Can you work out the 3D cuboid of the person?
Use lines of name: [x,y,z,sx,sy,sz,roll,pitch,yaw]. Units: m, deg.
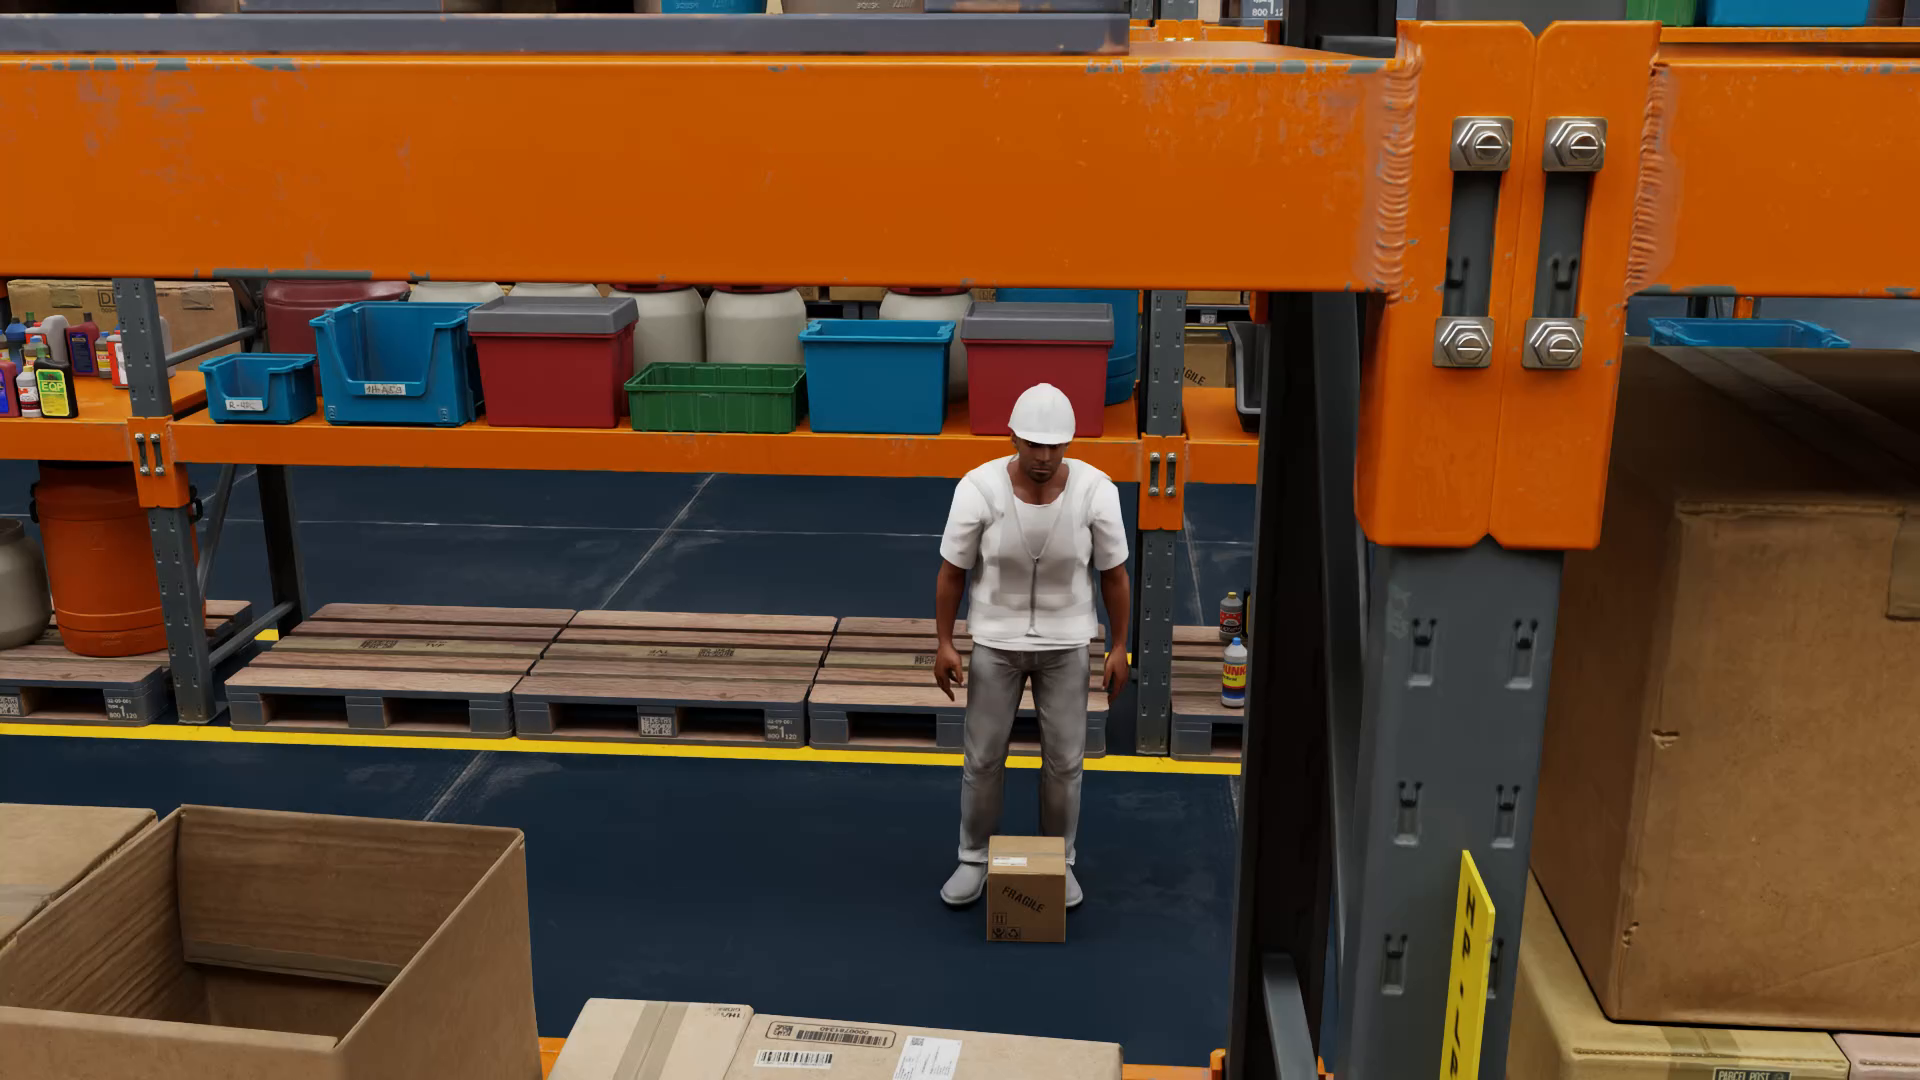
person: [0.234,0.348,5.406,0.636,1.761,0.454,0,17,1]
